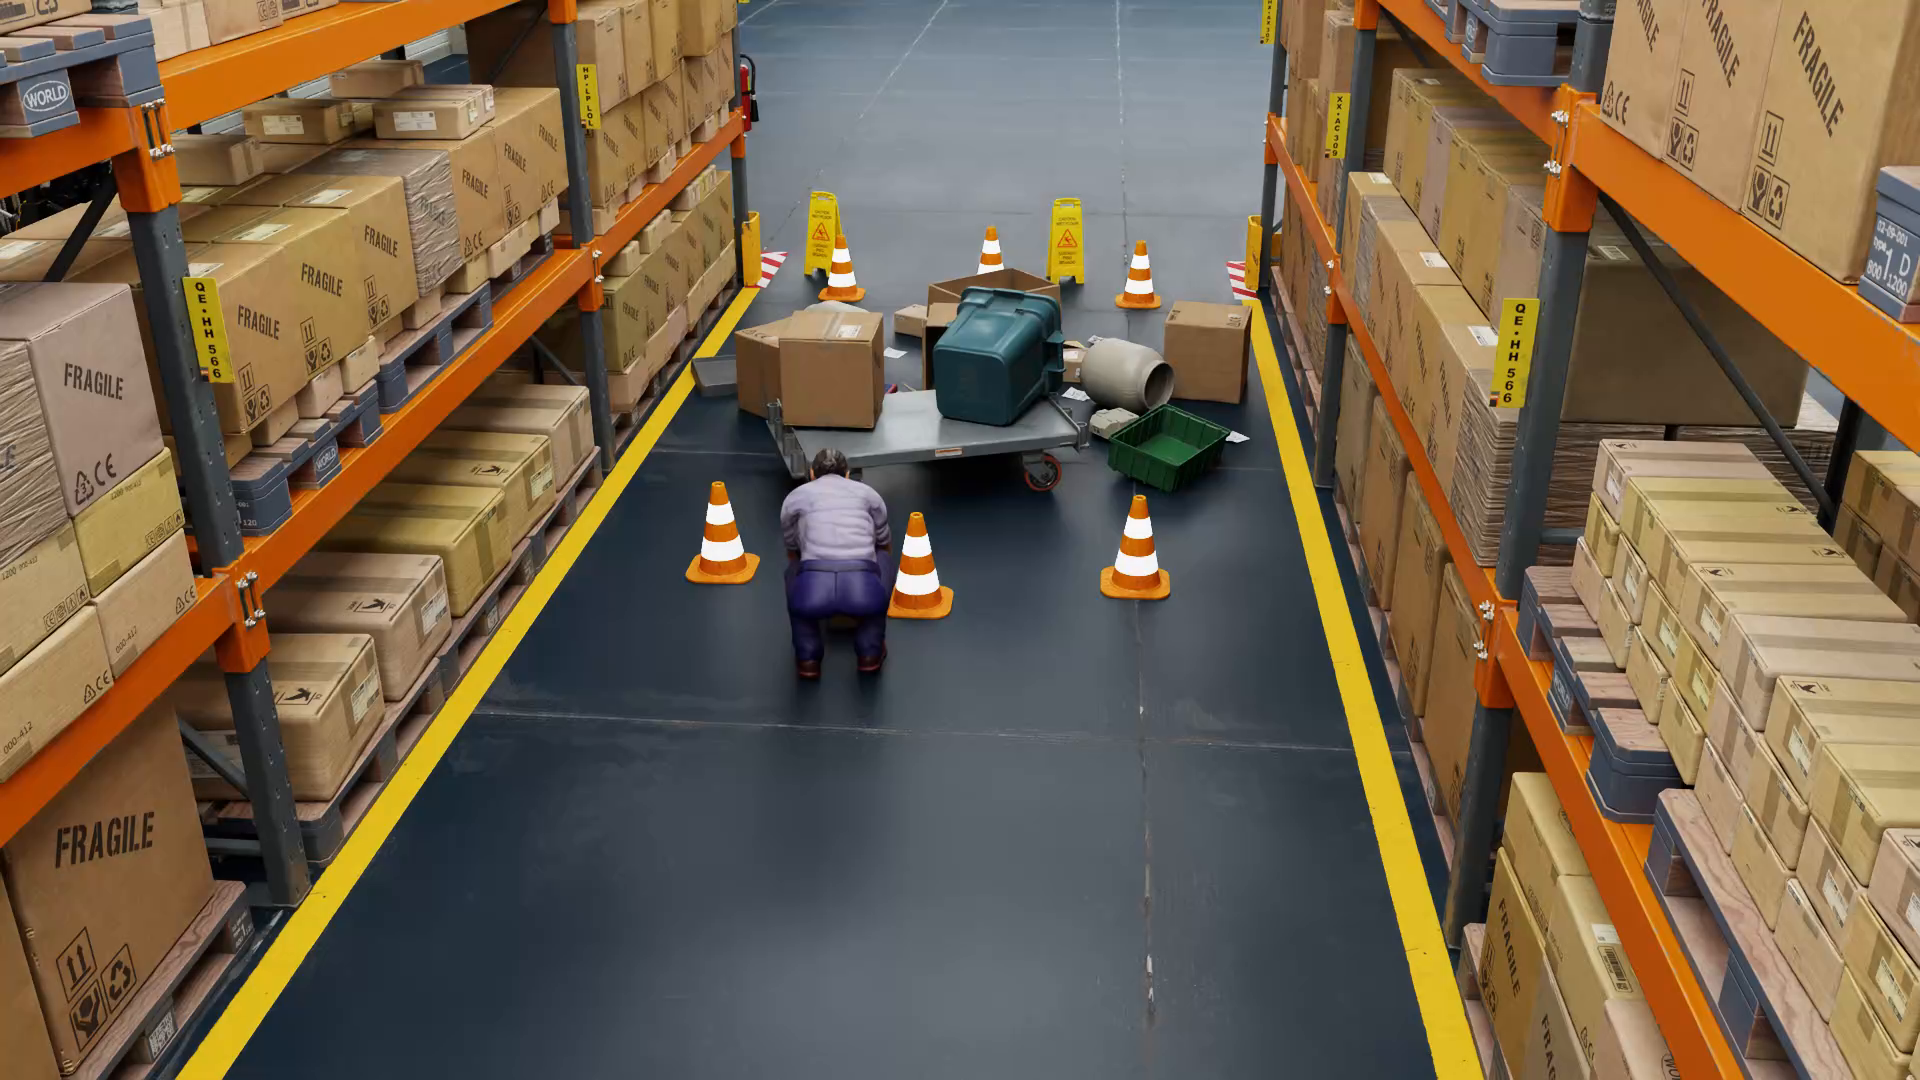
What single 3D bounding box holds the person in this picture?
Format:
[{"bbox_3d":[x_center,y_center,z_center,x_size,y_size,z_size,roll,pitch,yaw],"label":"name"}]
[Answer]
[{"bbox_3d":[-0.538,0.118,7.309,0.509,0.871,0.831,0,25,1],"label":"person"}]
